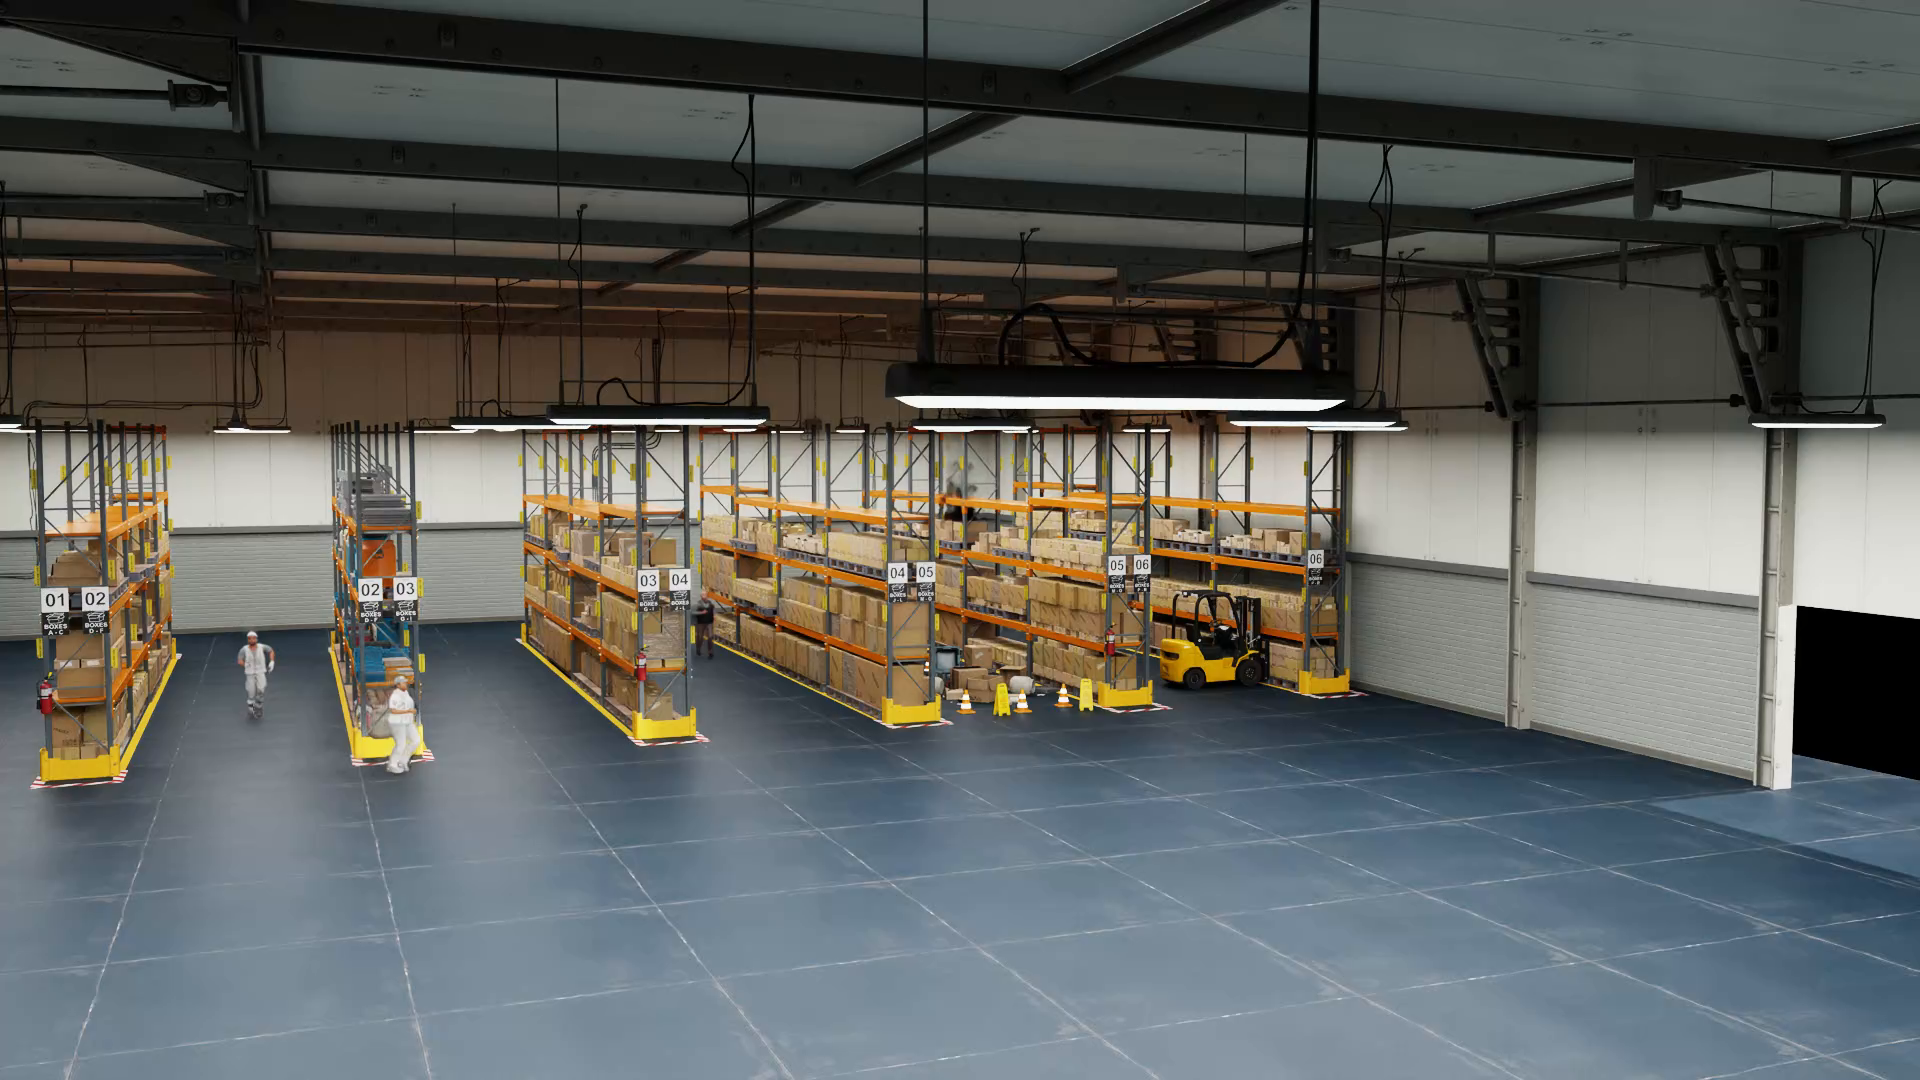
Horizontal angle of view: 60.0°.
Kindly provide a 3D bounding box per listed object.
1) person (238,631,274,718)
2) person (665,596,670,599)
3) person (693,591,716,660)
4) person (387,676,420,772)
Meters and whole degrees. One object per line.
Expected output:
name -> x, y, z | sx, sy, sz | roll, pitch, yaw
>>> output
person -> -14.247, 2.718, 33.660 | 0.678, 1.749, 0.852 | -1, 4, -20
person -> -7.752, 2.137, 44.204 | 0.520, 1.611, 0.856 | -2, 4, -28
person -> -6.553, 2.168, 42.720 | 0.650, 1.721, 0.952 | -1, 4, -23
person -> -9.482, 3.157, 28.349 | 0.591, 1.693, 0.580 | 1, 4, 12
